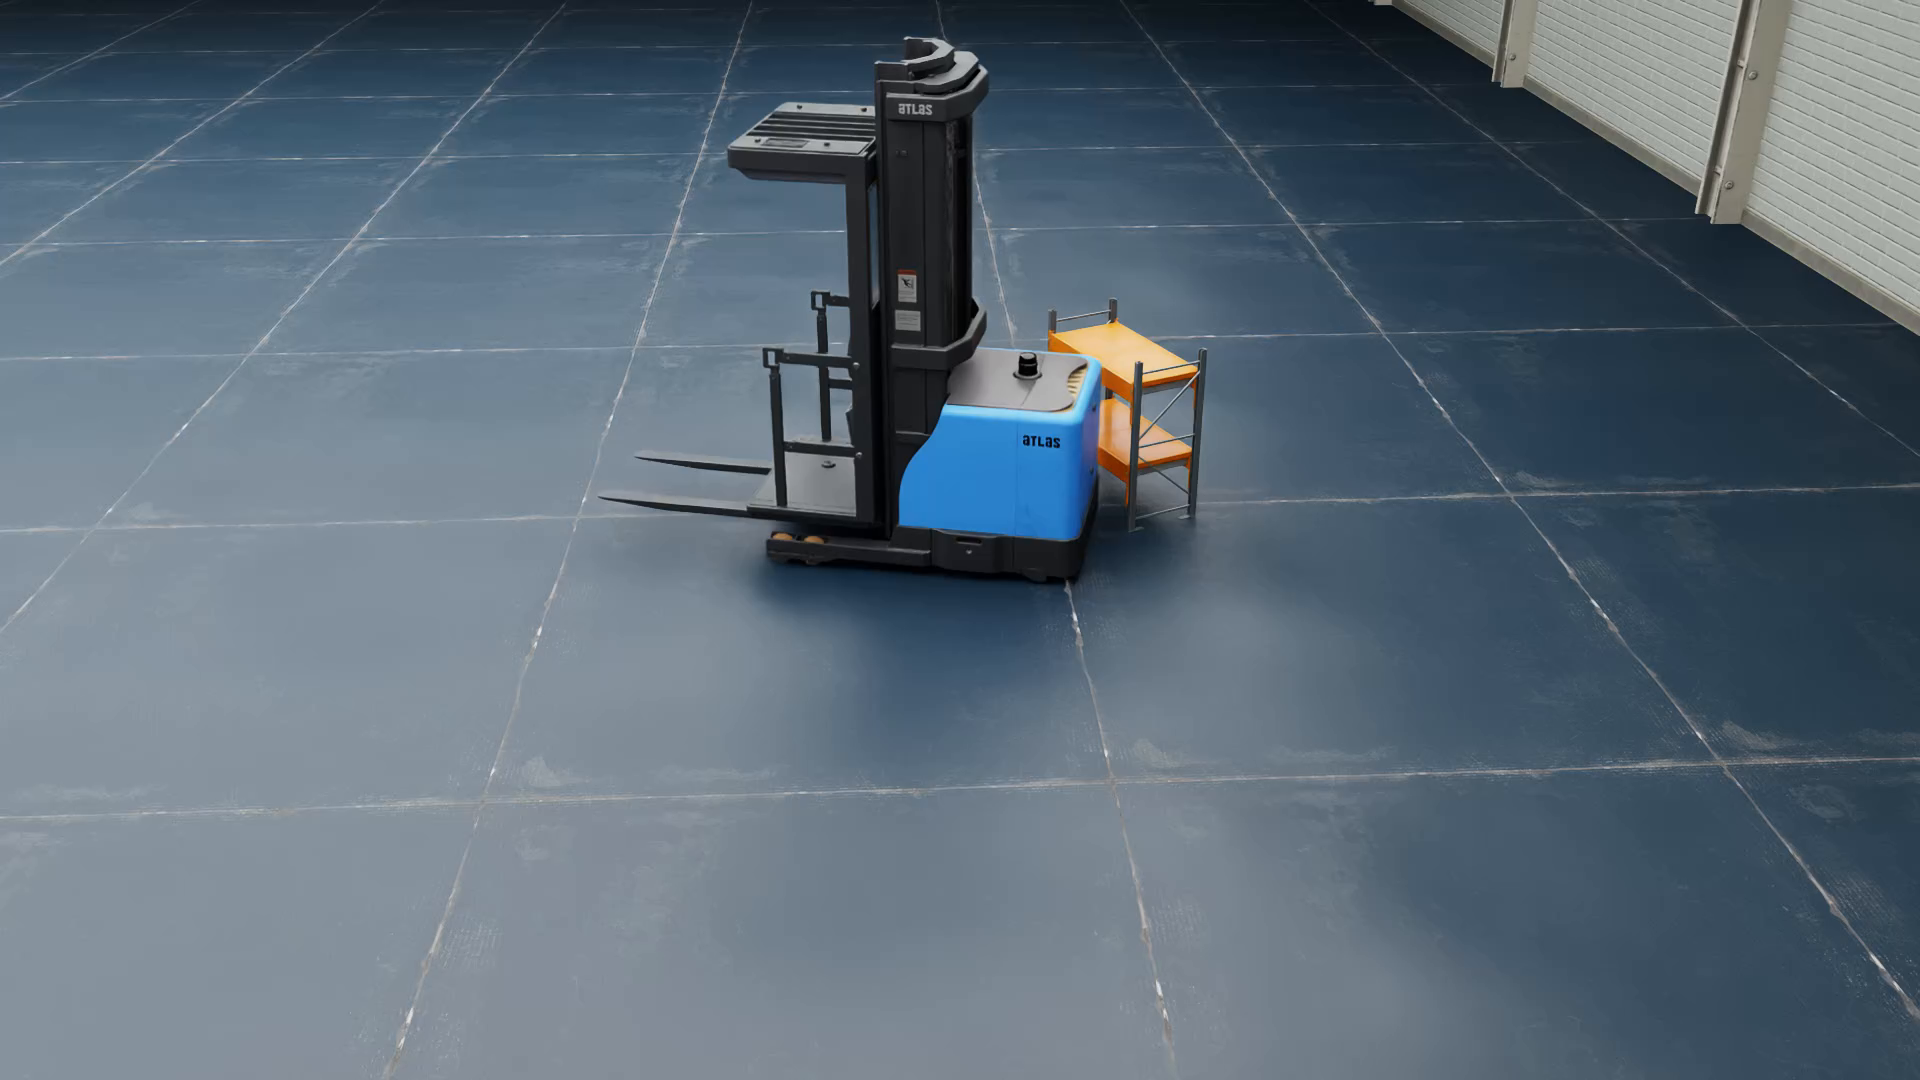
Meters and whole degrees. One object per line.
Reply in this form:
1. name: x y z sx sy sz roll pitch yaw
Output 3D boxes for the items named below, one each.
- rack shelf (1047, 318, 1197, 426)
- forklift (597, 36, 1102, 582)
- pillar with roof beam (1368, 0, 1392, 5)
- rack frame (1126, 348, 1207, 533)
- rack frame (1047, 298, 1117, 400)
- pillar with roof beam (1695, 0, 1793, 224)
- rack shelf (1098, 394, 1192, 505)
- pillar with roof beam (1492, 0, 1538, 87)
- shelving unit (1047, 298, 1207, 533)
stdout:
1. rack shelf: 1.028 -1.071 10.454 0.538 0.278 1.000 -13 30 -24
2. forklift: -0.698 -1.386 9.737 3.031 2.935 1.130 5 28 10
3. pillar with roof beam: 2.516 -12.587 24.652 9.100 9.000 0.400 -1 28 -3
4. rack frame: 1.262 -0.603 10.189 0.500 1.125 0.032 -13 30 -24
5. rack frame: 0.795 -1.020 10.989 0.500 1.125 0.032 -13 30 -24
6. pillar with roof beam: 3.142 -7.045 14.027 9.100 9.000 0.400 -1 28 -3
7. rack shelf: 1.028 -0.595 10.702 0.538 0.278 1.000 -13 30 -24
8. pillar with roof beam: 2.829 -9.816 19.340 9.100 9.000 0.400 -1 28 -3
9. shelving unit: 1.028 -0.811 10.589 0.538 1.125 1.048 -13 30 -24
